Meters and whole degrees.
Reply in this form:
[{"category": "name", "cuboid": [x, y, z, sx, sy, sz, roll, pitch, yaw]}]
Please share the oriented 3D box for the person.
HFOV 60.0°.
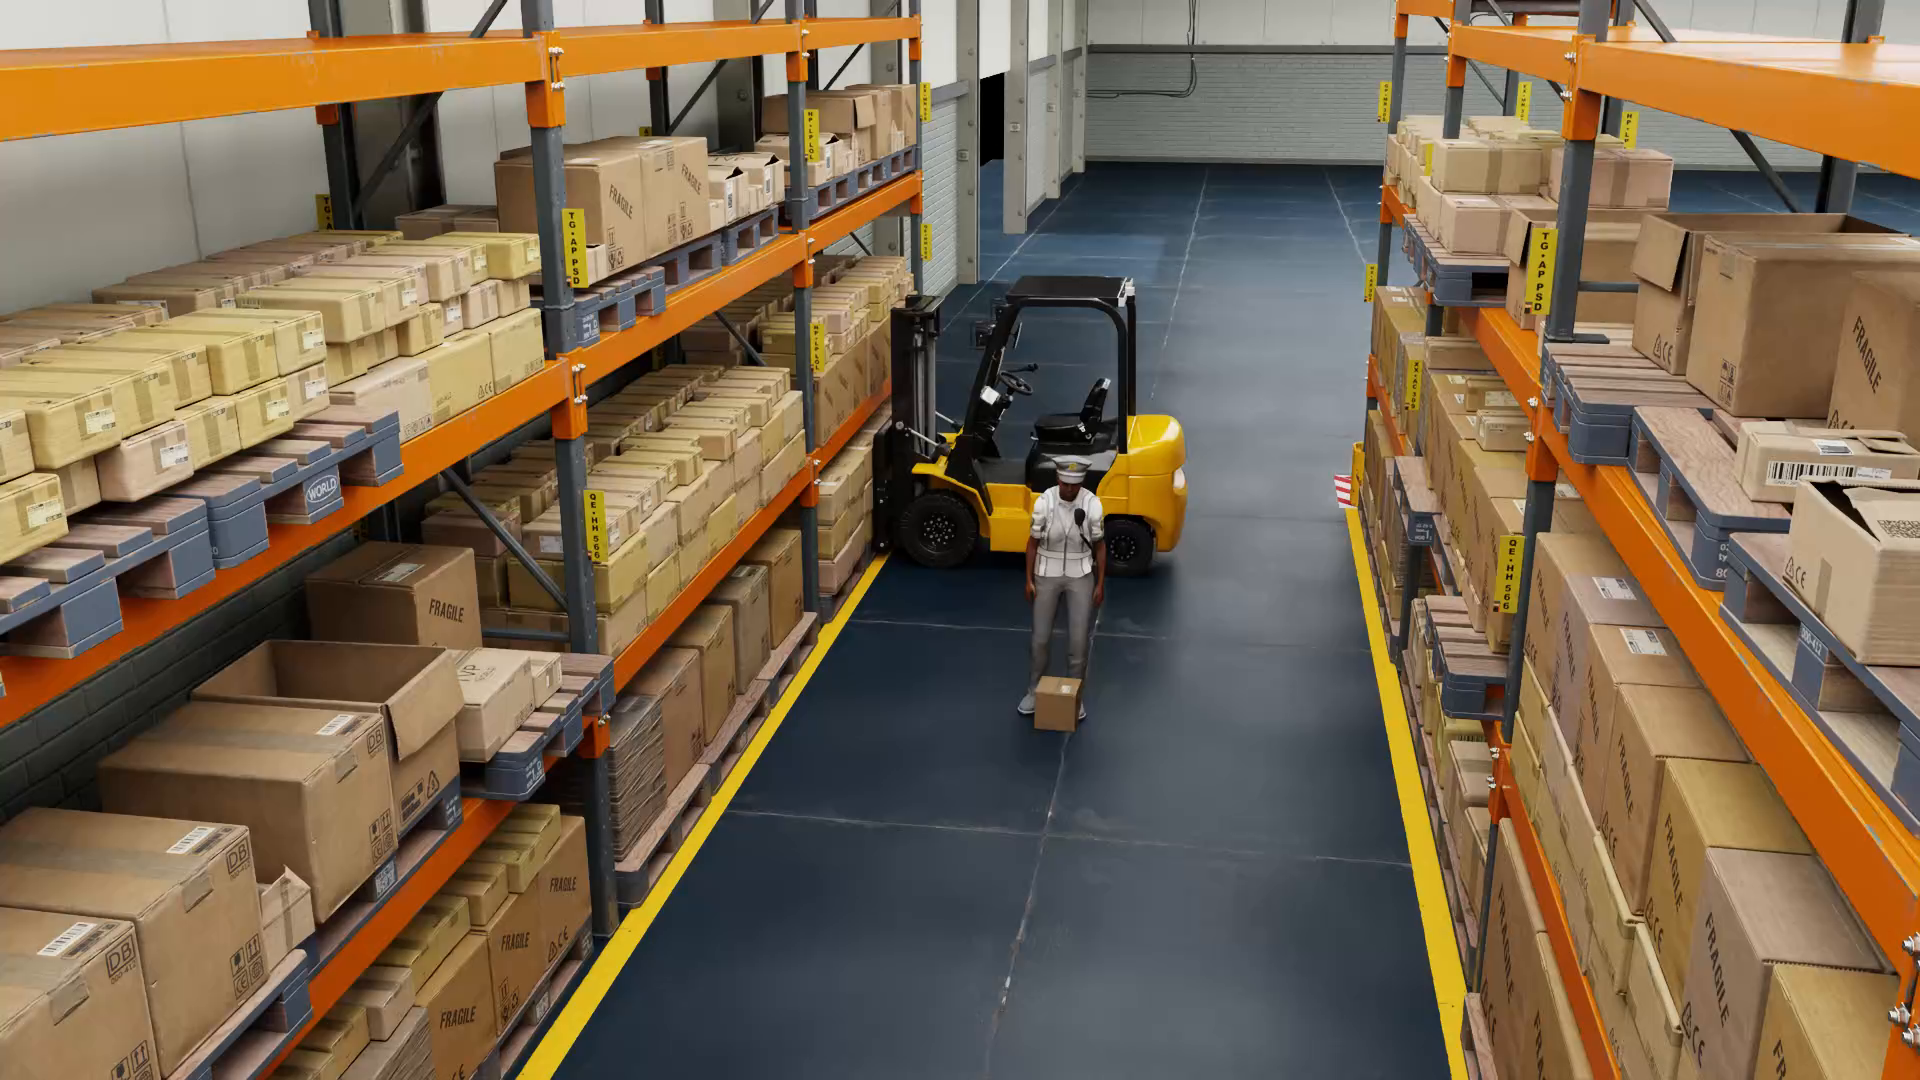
[{"category": "person", "cuboid": [0.632, 0.271, 10.224, 0.524, 1.658, 0.427, 2, 18, 6]}]
